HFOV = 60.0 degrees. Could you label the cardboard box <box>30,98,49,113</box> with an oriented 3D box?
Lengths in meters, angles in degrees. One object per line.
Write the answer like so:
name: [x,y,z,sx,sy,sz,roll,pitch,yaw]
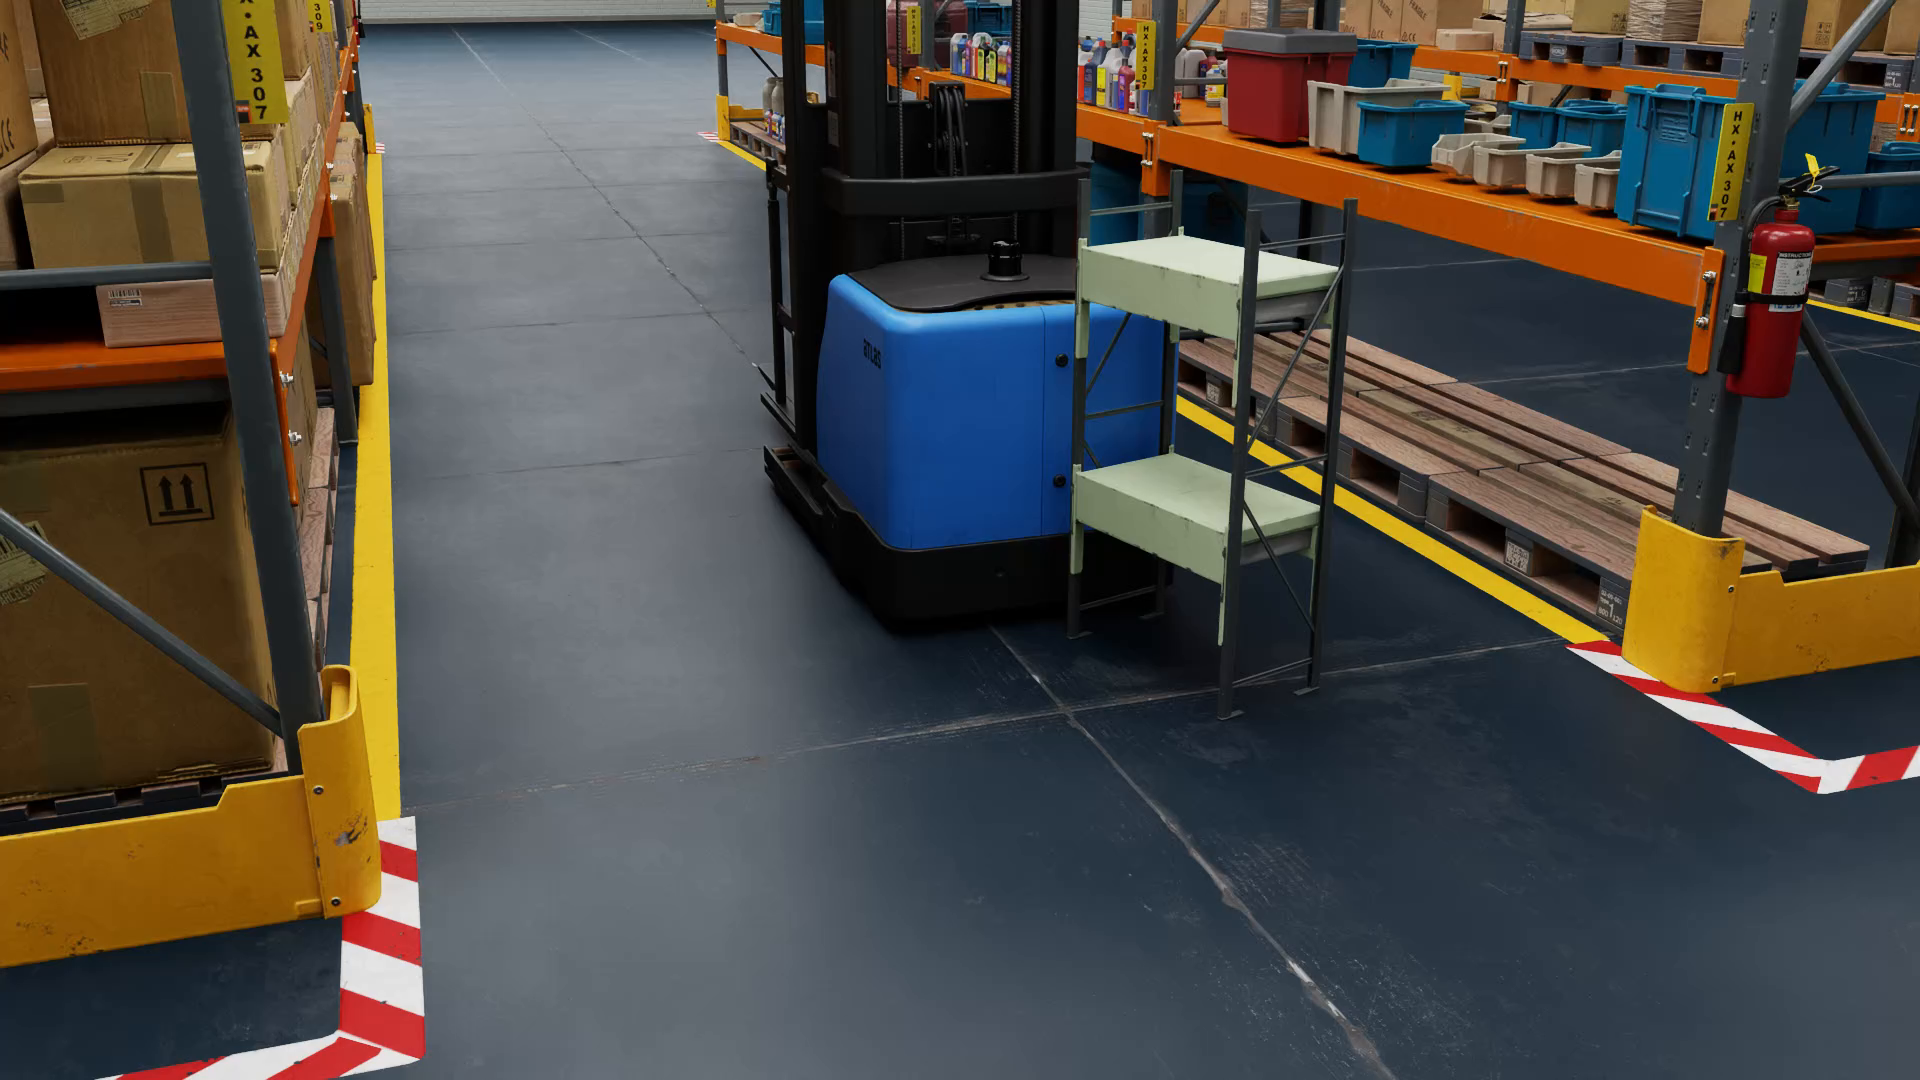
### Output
cardboard box: [-2.889,-1.221,5.160,0.500,0.250,0.500,-6,21,-17]

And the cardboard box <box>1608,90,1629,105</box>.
cardboard box: [7.973,-5.320,19.838,0.500,0.500,0.500,-8,21,-21]

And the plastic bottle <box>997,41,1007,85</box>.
plastic bottle: [0.289,-3.085,10.760,0.097,0.271,0.097,0,20,0]

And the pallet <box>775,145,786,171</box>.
pallet: [-1.239,-3.816,16.728,1.003,0.211,1.213,-6,21,-17]

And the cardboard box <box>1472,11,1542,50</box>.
cardboard box: [4.796,-4.415,14.404,0.500,0.311,0.500,-7,21,-18]

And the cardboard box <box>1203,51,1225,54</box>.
cardboard box: [3.158,-5.514,19.667,0.500,0.500,0.500,-6,21,-17]

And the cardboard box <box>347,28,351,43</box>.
cardboard box: [-5.850,-4.687,15.401,0.380,0.149,0.250,-6,21,-17]

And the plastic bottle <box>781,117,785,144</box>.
plastic bottle: [-1.753,-4.227,17.127,0.152,0.276,0.135,-6,21,-16]

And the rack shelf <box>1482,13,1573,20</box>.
rack shelf: [7.709,-6.264,20.483,1.077,0.370,4.000,-6,21,-17]

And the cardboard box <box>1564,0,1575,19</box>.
cardboard box: [7.580,-6.340,19.823,0.500,0.250,0.500,-7,21,-18]

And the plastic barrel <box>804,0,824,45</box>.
plastic barrel: [-1.234,-4.988,15.125,0.600,0.901,0.708,-6,21,-17]

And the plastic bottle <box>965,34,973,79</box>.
plastic bottle: [0.079,-3.286,11.301,0.061,0.283,0.133,-6,21,-17]

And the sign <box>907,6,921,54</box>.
sign: [-0.330,-3.641,11.874,0.100,0.325,0.005,-6,21,-17]

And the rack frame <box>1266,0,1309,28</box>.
rack frame: [3.636,-5.433,17.106,1.000,3.000,0.127,-6,21,-17]

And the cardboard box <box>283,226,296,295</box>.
cardboard box: [-1.959,-0.726,4.373,0.380,0.149,0.250,-7,21,-18]

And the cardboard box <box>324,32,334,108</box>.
cardboard box: [-3.804,-2.686,9.311,0.500,0.500,0.500,-7,21,-19]

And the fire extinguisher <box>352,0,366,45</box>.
fire extinguisher: [-6.625,-5.715,18.004,0.296,0.674,0.183,-6,21,-17]

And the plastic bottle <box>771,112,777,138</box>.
plastic bottle: [-1.943,-4.390,17.587,0.097,0.271,0.097,0,20,0]

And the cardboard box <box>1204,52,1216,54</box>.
cardboard box: [2.665,-5.458,19.513,0.500,0.500,0.500,-6,21,-17]

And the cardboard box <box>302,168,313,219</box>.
cardboard box: [-2.365,-1.139,5.523,0.380,0.149,0.250,-6,21,-16]

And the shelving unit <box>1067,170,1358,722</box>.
shelving unit: [0.730,-0.311,5.063,0.431,1.500,0.755,-13,23,-32]

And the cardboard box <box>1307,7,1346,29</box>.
cardboard box: [3.832,-5.209,16.704,0.500,0.250,0.500,-5,20,-14]

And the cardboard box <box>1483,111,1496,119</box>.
cardboard box: [4.834,-3.684,14.853,0.500,0.311,0.500,-7,21,-19]

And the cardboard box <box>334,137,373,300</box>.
cardboard box: [-4.042,-1.786,9.472,1.225,0.875,0.875,-6,21,-17]

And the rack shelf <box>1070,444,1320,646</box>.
rack shelf: [0.730,-0.004,5.173,0.431,0.370,0.720,-13,23,-32]

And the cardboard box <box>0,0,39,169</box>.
cardboard box: [-2.400,-1.082,3.664,0.500,0.500,0.500,-6,21,-17]

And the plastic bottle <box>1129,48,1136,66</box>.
plastic bottle: [0.984,-2.593,9.272,0.144,0.351,0.185,-6,21,-17]

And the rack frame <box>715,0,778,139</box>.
rack frame: [-2.325,-6.192,19.218,1.000,3.000,0.127,-6,21,-17]

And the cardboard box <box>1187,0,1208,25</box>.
cardboard box: [3.003,-6.116,18.860,0.700,0.500,0.500,-6,21,-16]

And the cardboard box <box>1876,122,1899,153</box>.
cardboard box: [9.319,-3.933,15.977,0.700,0.500,0.500,-6,21,-16]

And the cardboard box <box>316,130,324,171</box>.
cardboard box: [-2.767,-1.551,6.668,0.380,0.149,0.250,-6,21,-16]

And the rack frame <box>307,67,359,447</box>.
rack frame: [-3.255,-1.815,7.032,1.000,3.000,0.127,-6,21,-17]

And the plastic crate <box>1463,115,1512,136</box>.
plastic crate: [2.280,-1.718,7.064,0.293,0.136,0.466,-6,21,-17]

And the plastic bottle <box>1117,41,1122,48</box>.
plastic bottle: [1.003,-3.044,10.626,0.061,0.283,0.133,-6,21,-17]

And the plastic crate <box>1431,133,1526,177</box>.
plastic crate: [1.977,-1.478,6.396,0.298,0.136,0.250,-6,21,-17]

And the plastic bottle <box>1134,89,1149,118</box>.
plastic bottle: [1.016,-2.375,8.774,0.152,0.276,0.135,-6,21,-17]

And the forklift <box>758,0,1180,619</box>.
forklift: [-0.195,-1.582,6.485,1.130,2.935,3.031,-6,21,-17]

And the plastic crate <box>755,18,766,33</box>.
plastic crate: [-1.818,-5.278,17.065,0.530,0.136,0.437,-6,21,-17]

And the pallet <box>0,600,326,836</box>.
pallet: [-2.323,0.533,4.620,1.003,0.211,1.213,-6,21,-17]

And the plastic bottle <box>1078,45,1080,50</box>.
plastic bottle: [0.813,-3.334,11.554,0.097,0.201,0.097,0,20,0]

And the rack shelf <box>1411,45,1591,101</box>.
rack shelf: [4.265,-4.453,15.441,1.077,0.370,4.000,-6,21,-17]

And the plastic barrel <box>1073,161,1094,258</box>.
plastic barrel: [0.715,-2.170,10.966,0.600,0.588,0.708,-6,21,-17]

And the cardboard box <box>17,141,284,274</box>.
cardboard box: [-1.892,-0.783,3.942,0.500,0.250,0.500,-7,21,-19]

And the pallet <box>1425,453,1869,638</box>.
pallet: [2.482,-0.014,6.143,1.003,0.211,1.213,-6,21,-17]

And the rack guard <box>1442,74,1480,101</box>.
rack guard: [7.104,-6.044,22.503,1.175,0.500,0.348,-6,21,-17]

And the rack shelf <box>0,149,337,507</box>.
rack shelf: [-2.626,-0.834,5.366,1.077,0.370,4.000,-6,21,-17]

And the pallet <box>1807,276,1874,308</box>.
pallet: [5.859,-1.811,11.146,1.003,0.211,1.213,-6,21,-17]

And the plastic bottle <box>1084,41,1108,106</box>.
plastic bottle: [0.789,-2.637,9.395,0.144,0.351,0.185,-6,21,-17]

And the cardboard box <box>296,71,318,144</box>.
cardboard box: [-2.702,-1.605,6.228,0.500,0.250,0.500,-6,21,-16]

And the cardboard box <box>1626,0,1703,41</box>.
cardboard box: [5.305,-3.891,12.042,0.700,0.500,0.500,-3,20,-7]

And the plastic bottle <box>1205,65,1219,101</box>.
plastic bottle: [1.477,-2.657,9.669,0.097,0.201,0.097,0,20,0]

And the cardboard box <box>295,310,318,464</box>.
cardboard box: [-3.123,-0.792,6.706,0.875,0.875,0.875,-6,21,-17]

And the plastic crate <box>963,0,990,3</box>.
plastic crate: [-0.028,-4.206,13.594,0.402,0.464,0.583,-6,21,-17]
